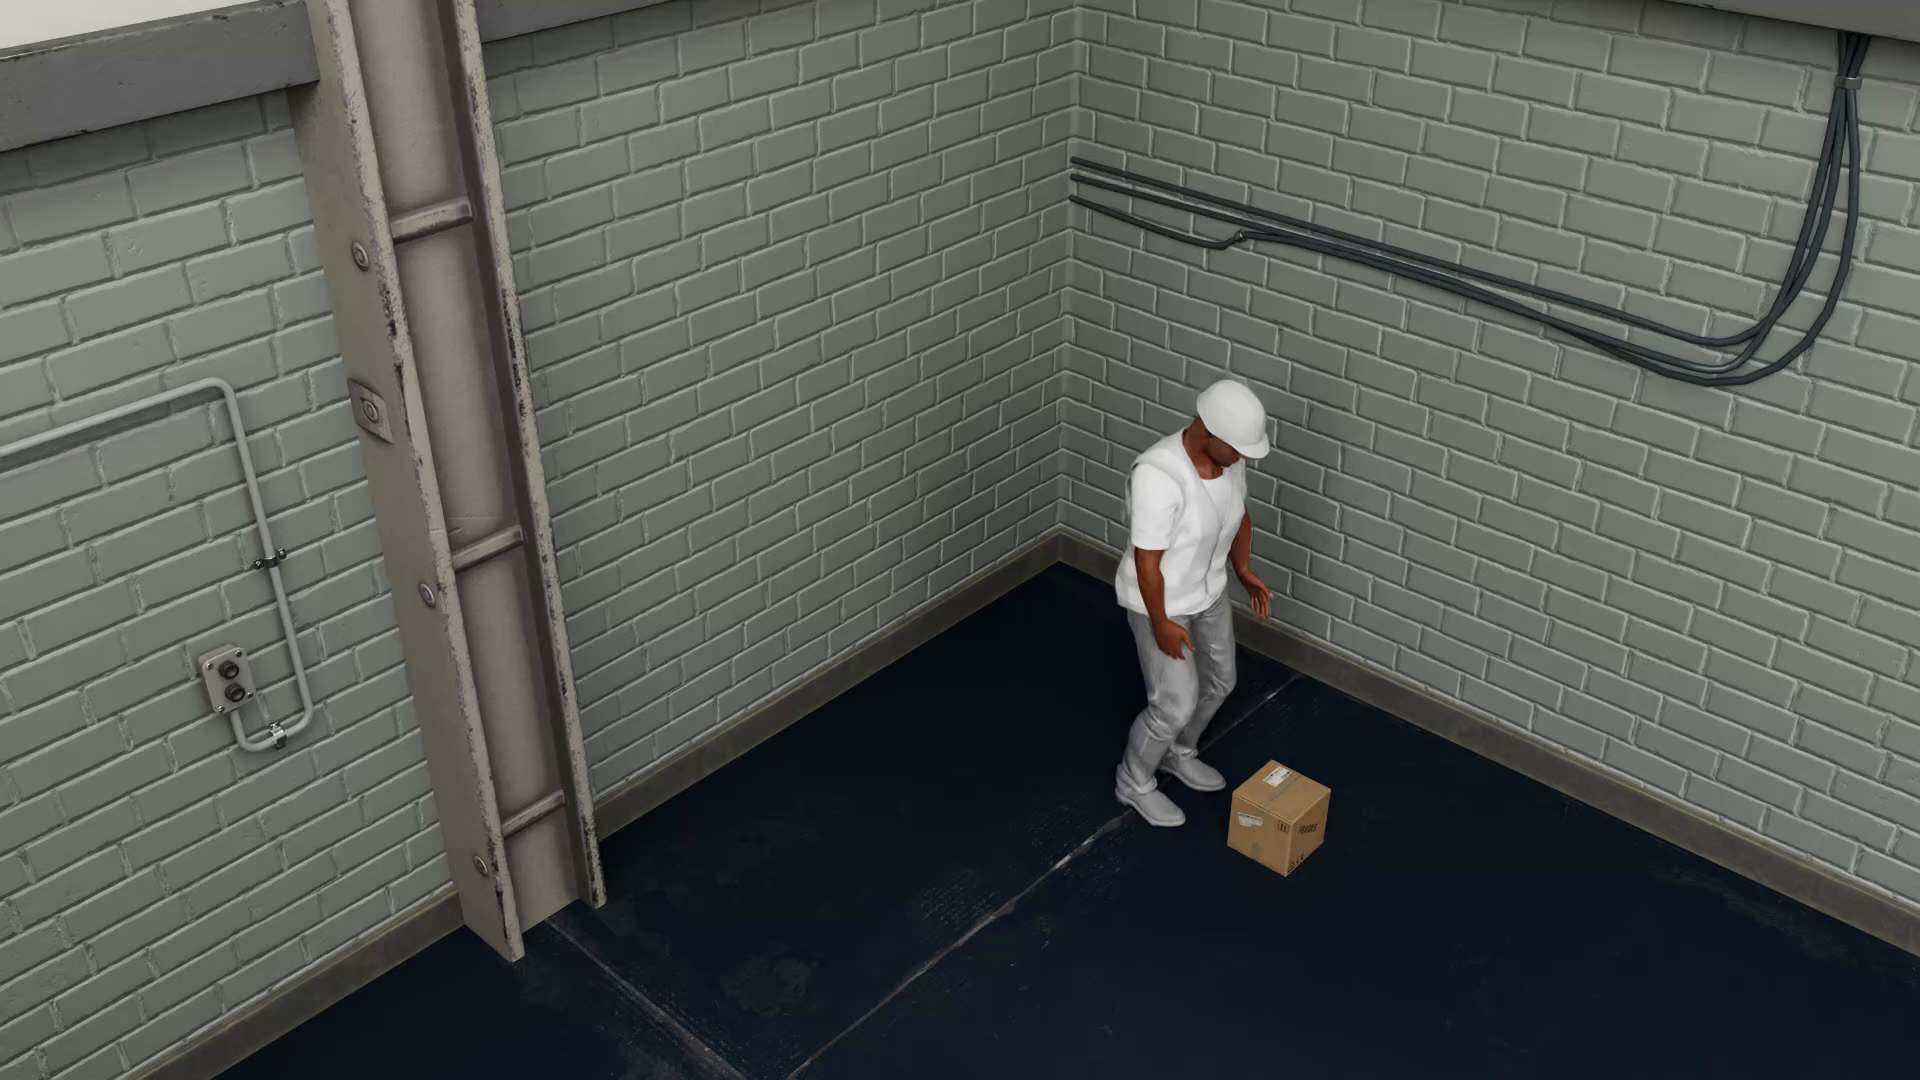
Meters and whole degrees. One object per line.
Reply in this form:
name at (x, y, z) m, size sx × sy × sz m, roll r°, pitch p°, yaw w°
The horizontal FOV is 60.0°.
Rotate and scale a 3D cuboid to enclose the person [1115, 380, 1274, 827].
person at (0.810, 0.201, 5.830) m, size 0.447 × 1.715 × 0.591 m, roll 26°, pitch 40°, yaw 36°
